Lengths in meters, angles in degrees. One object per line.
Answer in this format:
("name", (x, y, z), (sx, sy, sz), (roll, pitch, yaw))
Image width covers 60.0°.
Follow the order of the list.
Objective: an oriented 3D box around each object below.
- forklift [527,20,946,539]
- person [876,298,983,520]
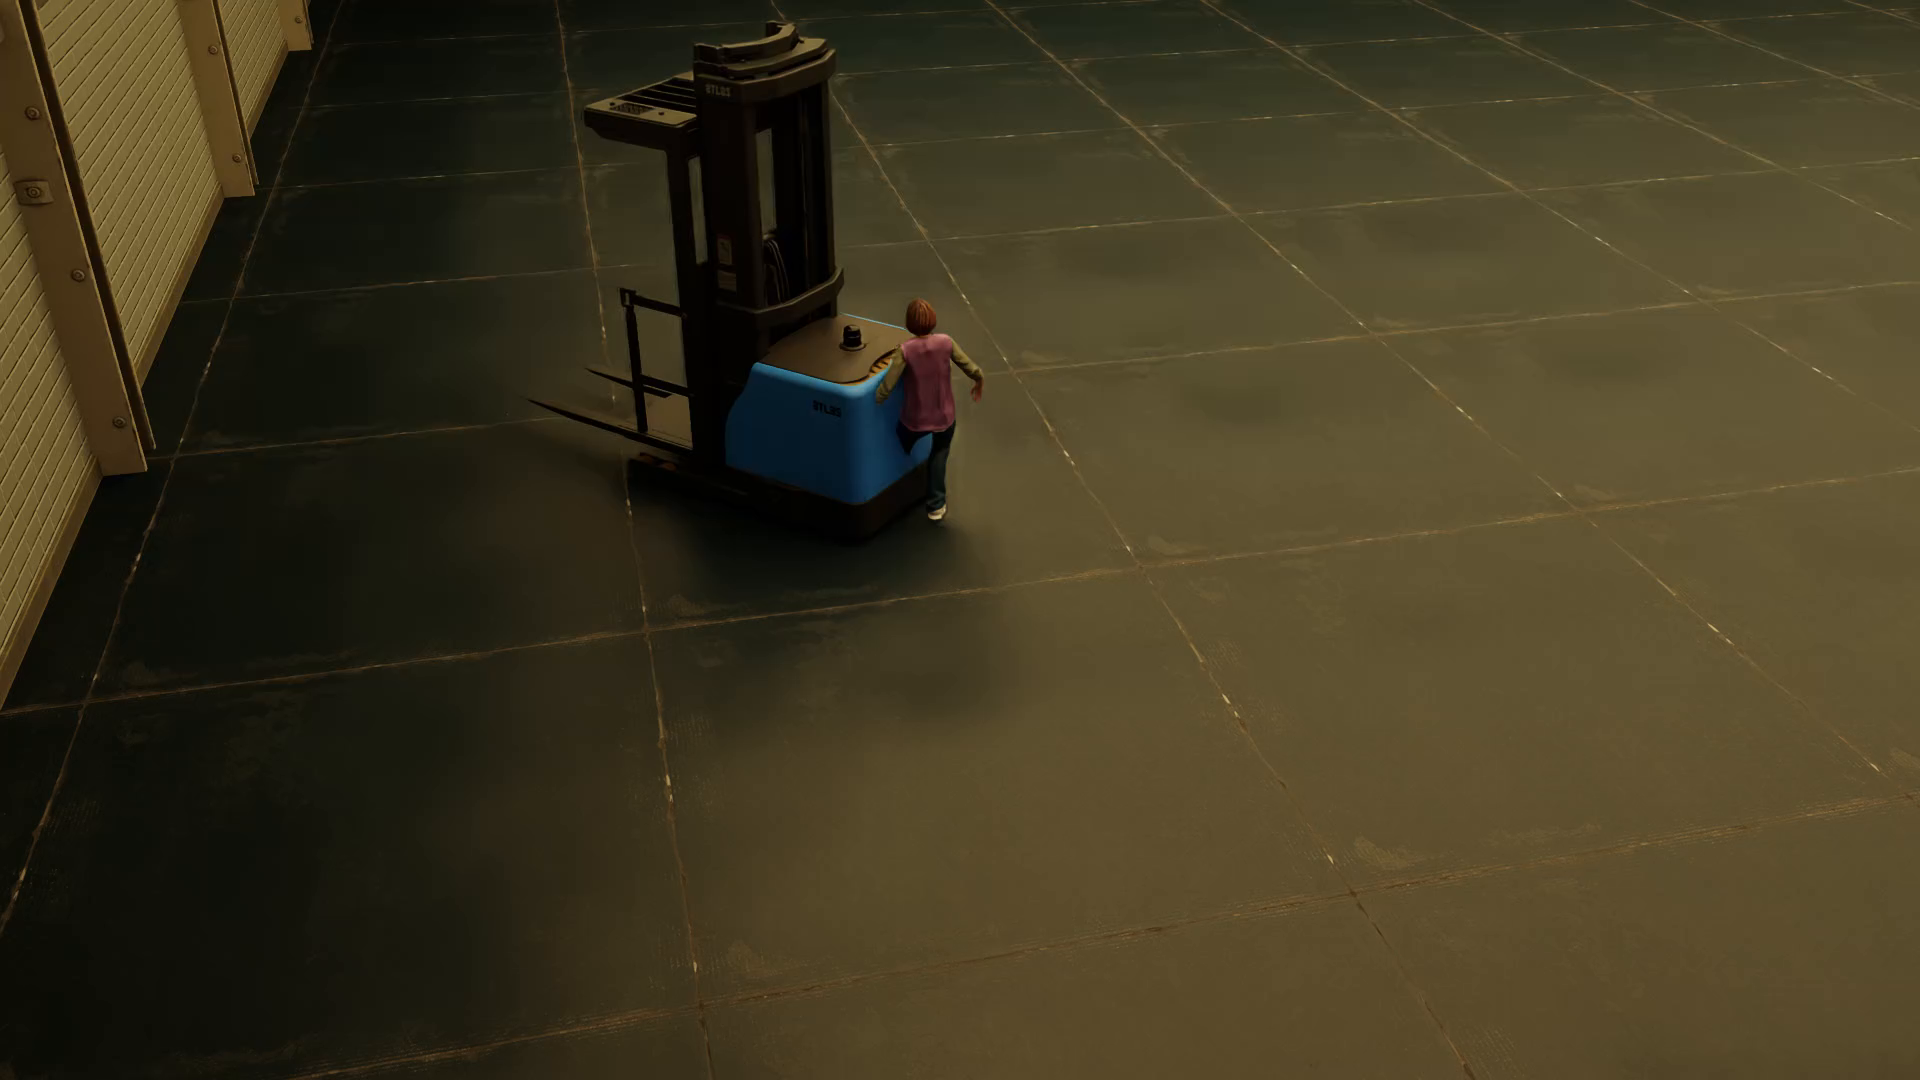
("forklift", (-1.617, -1.822, 10.723), (3.031, 2.935, 1.130), (17, 34, 27))
("person", (-0.247, -0.875, 10.483), (0.754, 1.524, 0.737), (-7, 31, -12))
